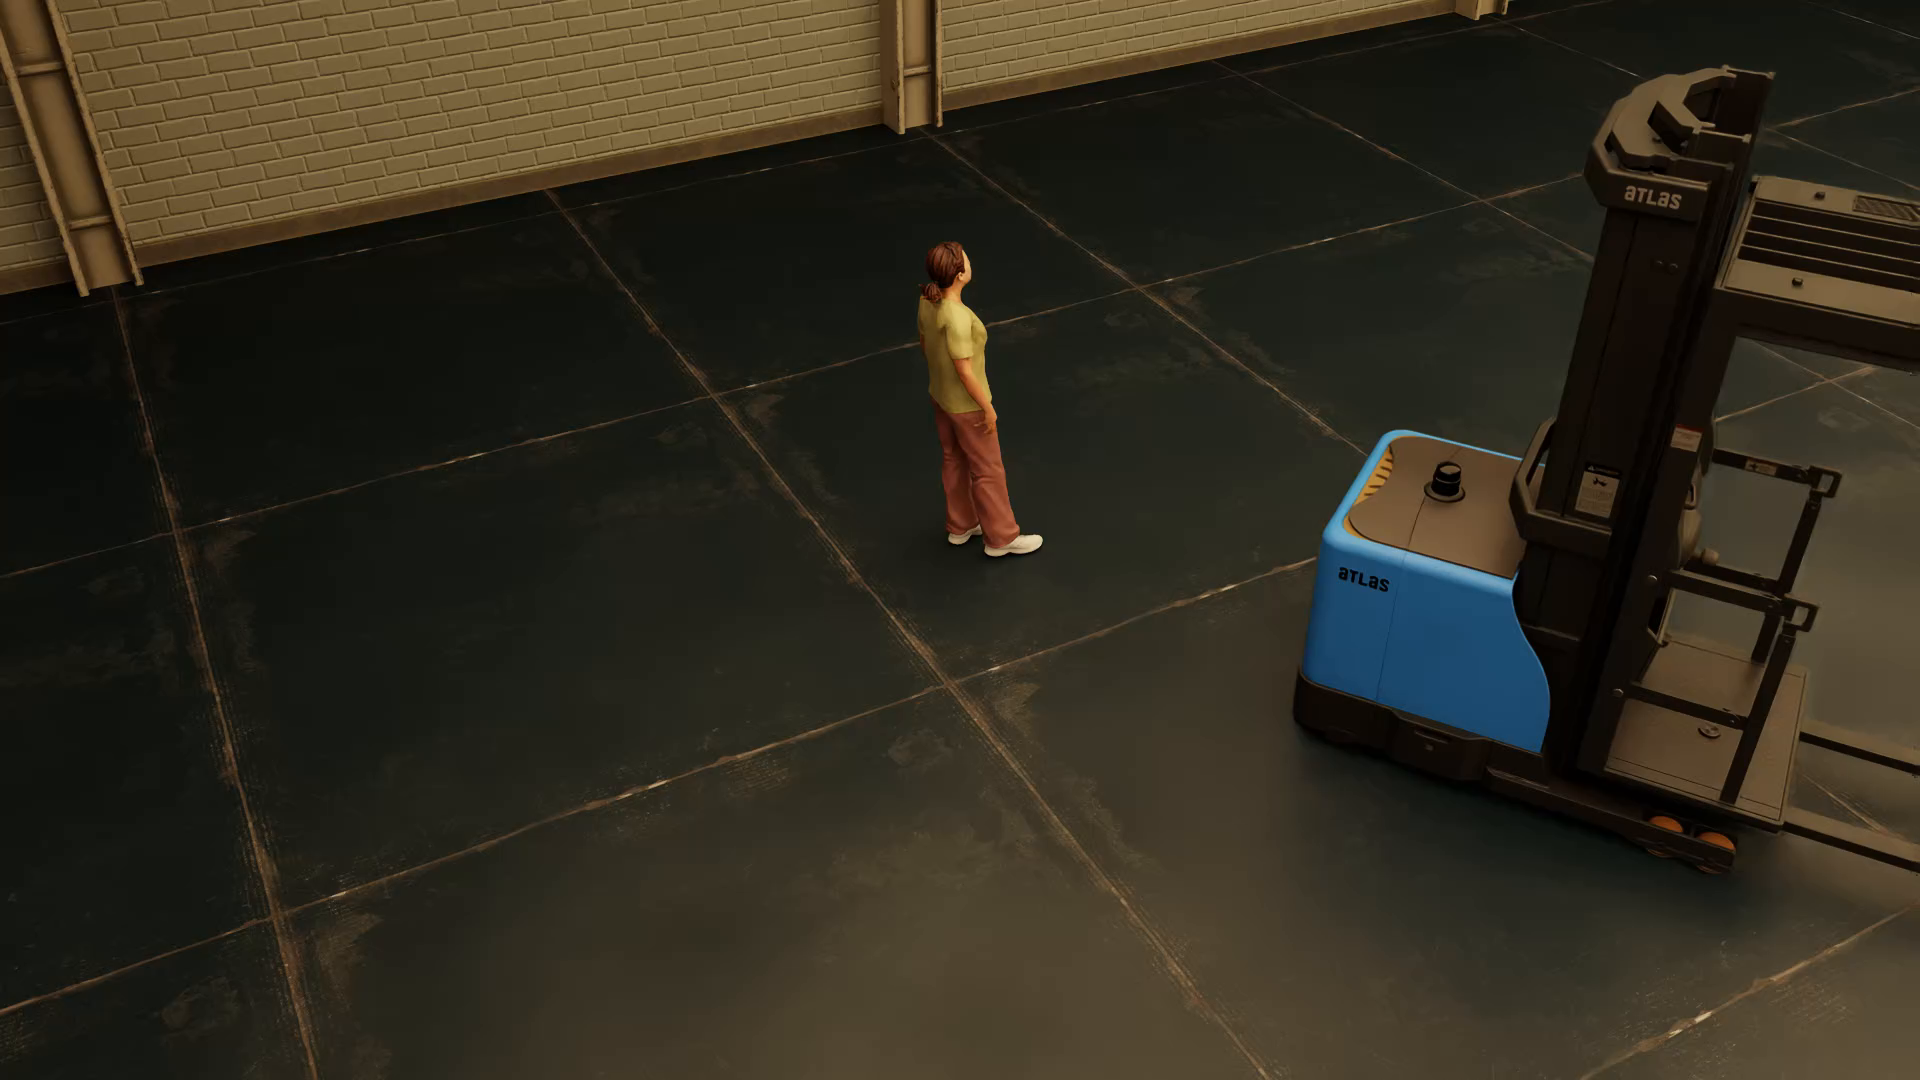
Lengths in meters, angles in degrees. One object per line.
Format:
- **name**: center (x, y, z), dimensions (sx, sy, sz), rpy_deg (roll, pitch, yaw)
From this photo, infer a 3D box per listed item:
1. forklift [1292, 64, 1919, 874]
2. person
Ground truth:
- **forklift**: center (3.035, -0.197, 6.402), dimensions (3.031, 2.935, 1.130), rpy_deg (17, 39, 22)
- **person**: center (0.070, -0.700, 8.198), dimensions (0.549, 1.664, 0.555), rpy_deg (-17, 39, -23)
